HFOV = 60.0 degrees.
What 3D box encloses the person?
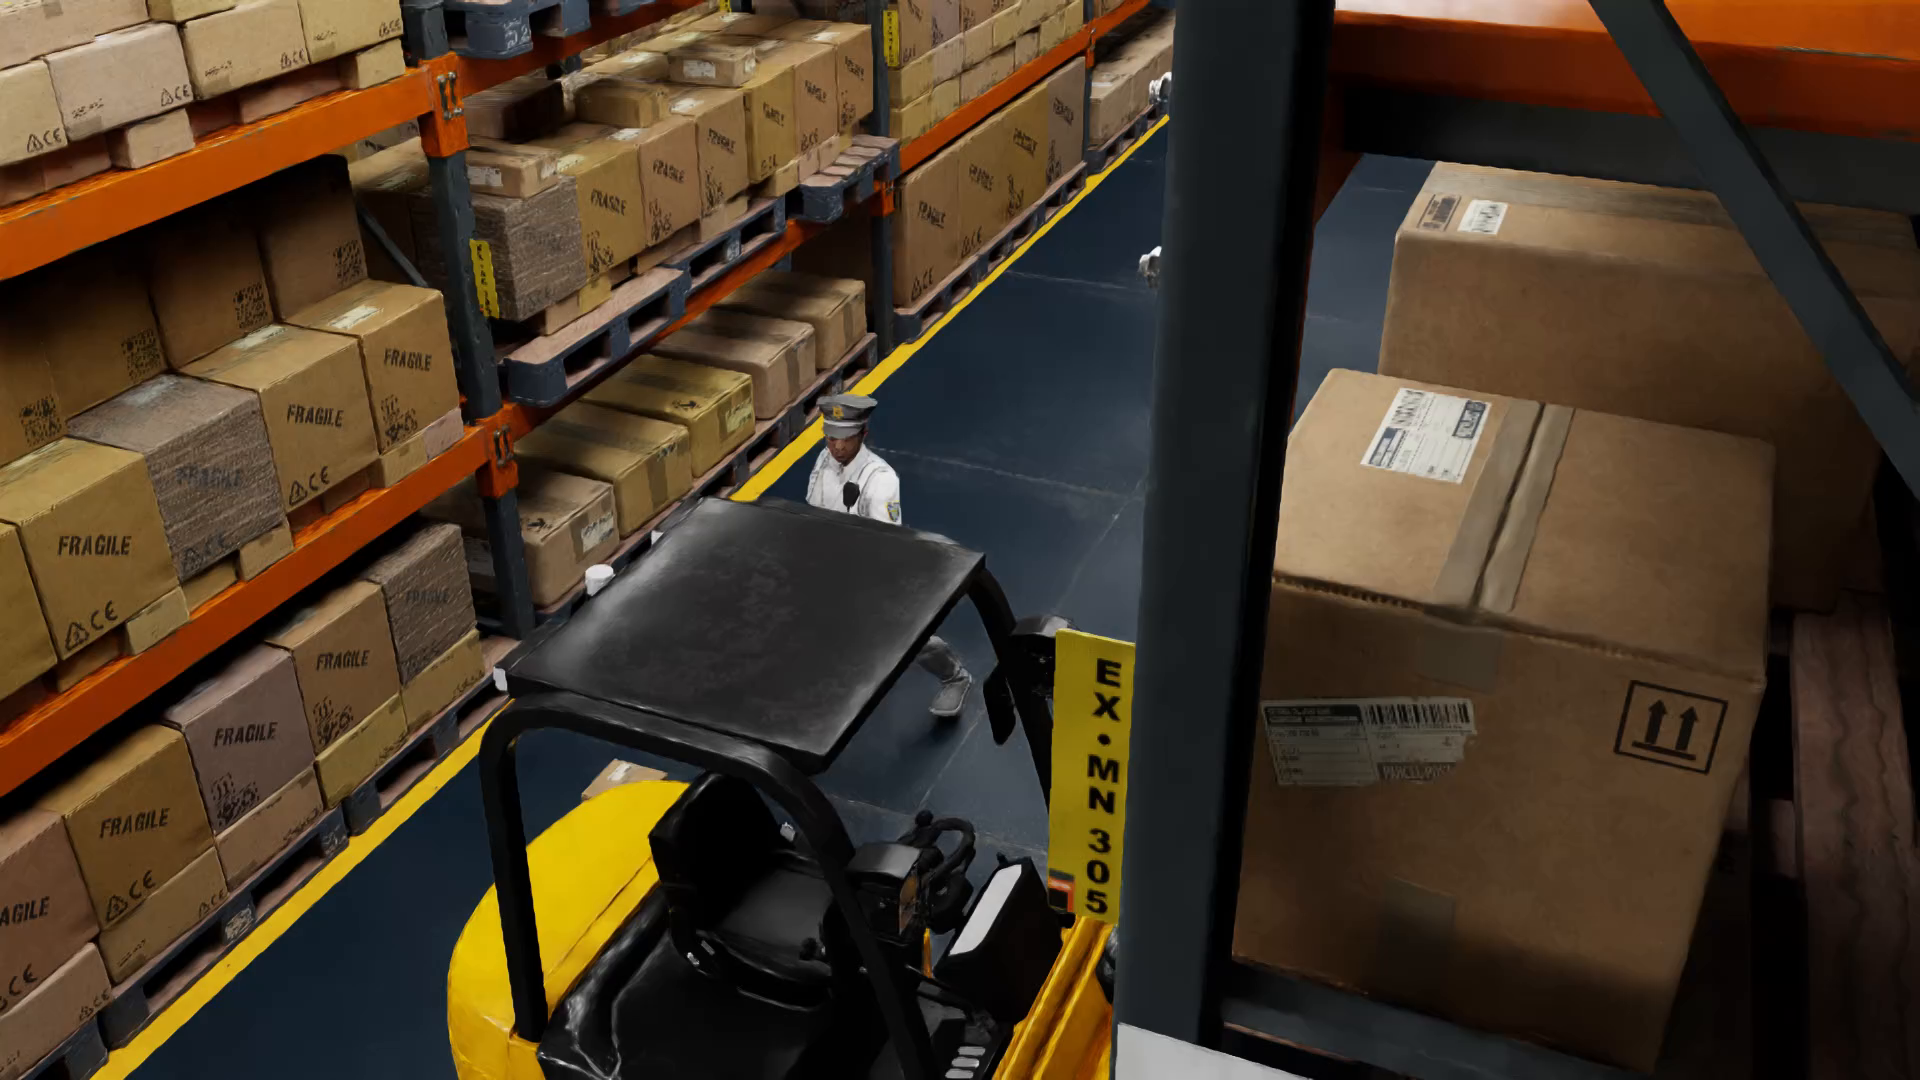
[{"bbox_3d":[-0.405,0.145,6.870,0.591,1.627,1.012,25,38,36],"label":"person"}]
